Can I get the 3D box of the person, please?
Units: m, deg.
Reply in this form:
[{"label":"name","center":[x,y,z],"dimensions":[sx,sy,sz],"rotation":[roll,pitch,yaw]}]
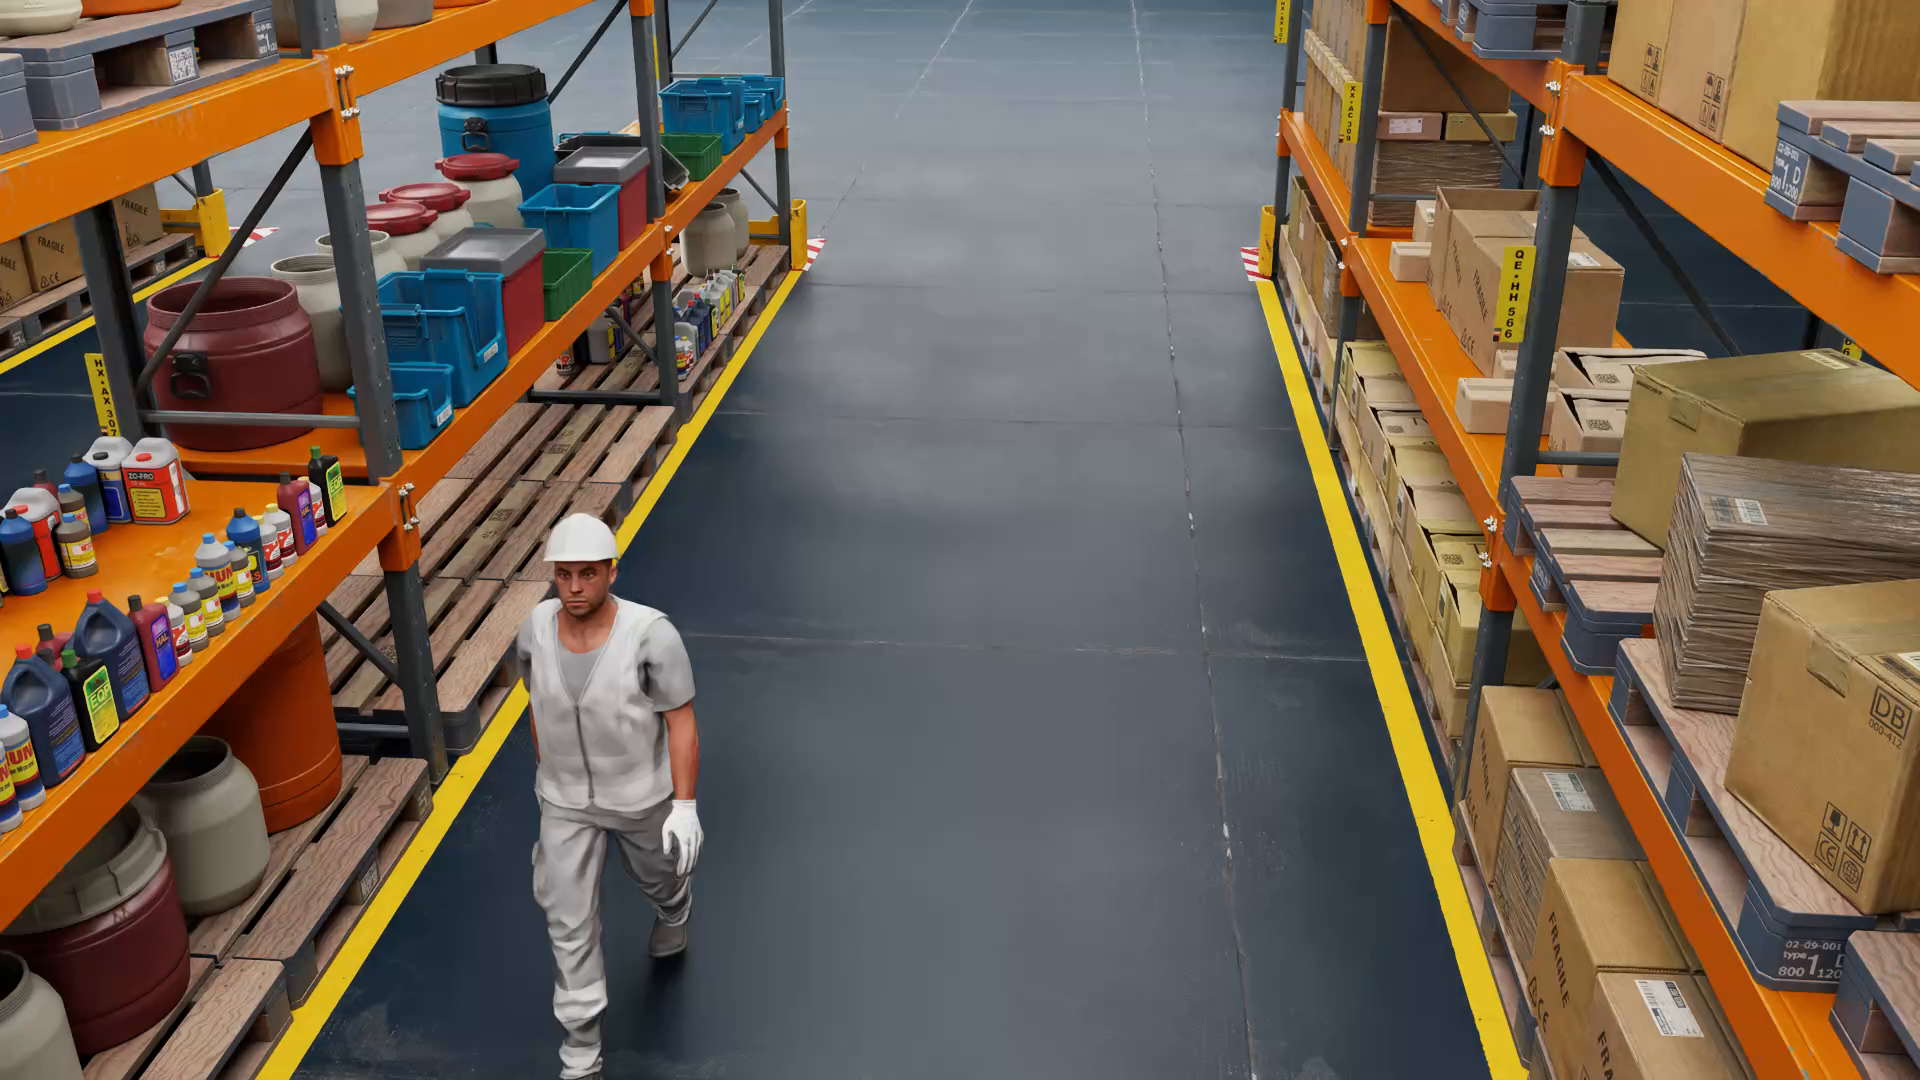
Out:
[{"label":"person","center":[-1.023,0.755,4.914],"dimensions":[0.586,1.747,1.052],"rotation":[1,24,3]}]
